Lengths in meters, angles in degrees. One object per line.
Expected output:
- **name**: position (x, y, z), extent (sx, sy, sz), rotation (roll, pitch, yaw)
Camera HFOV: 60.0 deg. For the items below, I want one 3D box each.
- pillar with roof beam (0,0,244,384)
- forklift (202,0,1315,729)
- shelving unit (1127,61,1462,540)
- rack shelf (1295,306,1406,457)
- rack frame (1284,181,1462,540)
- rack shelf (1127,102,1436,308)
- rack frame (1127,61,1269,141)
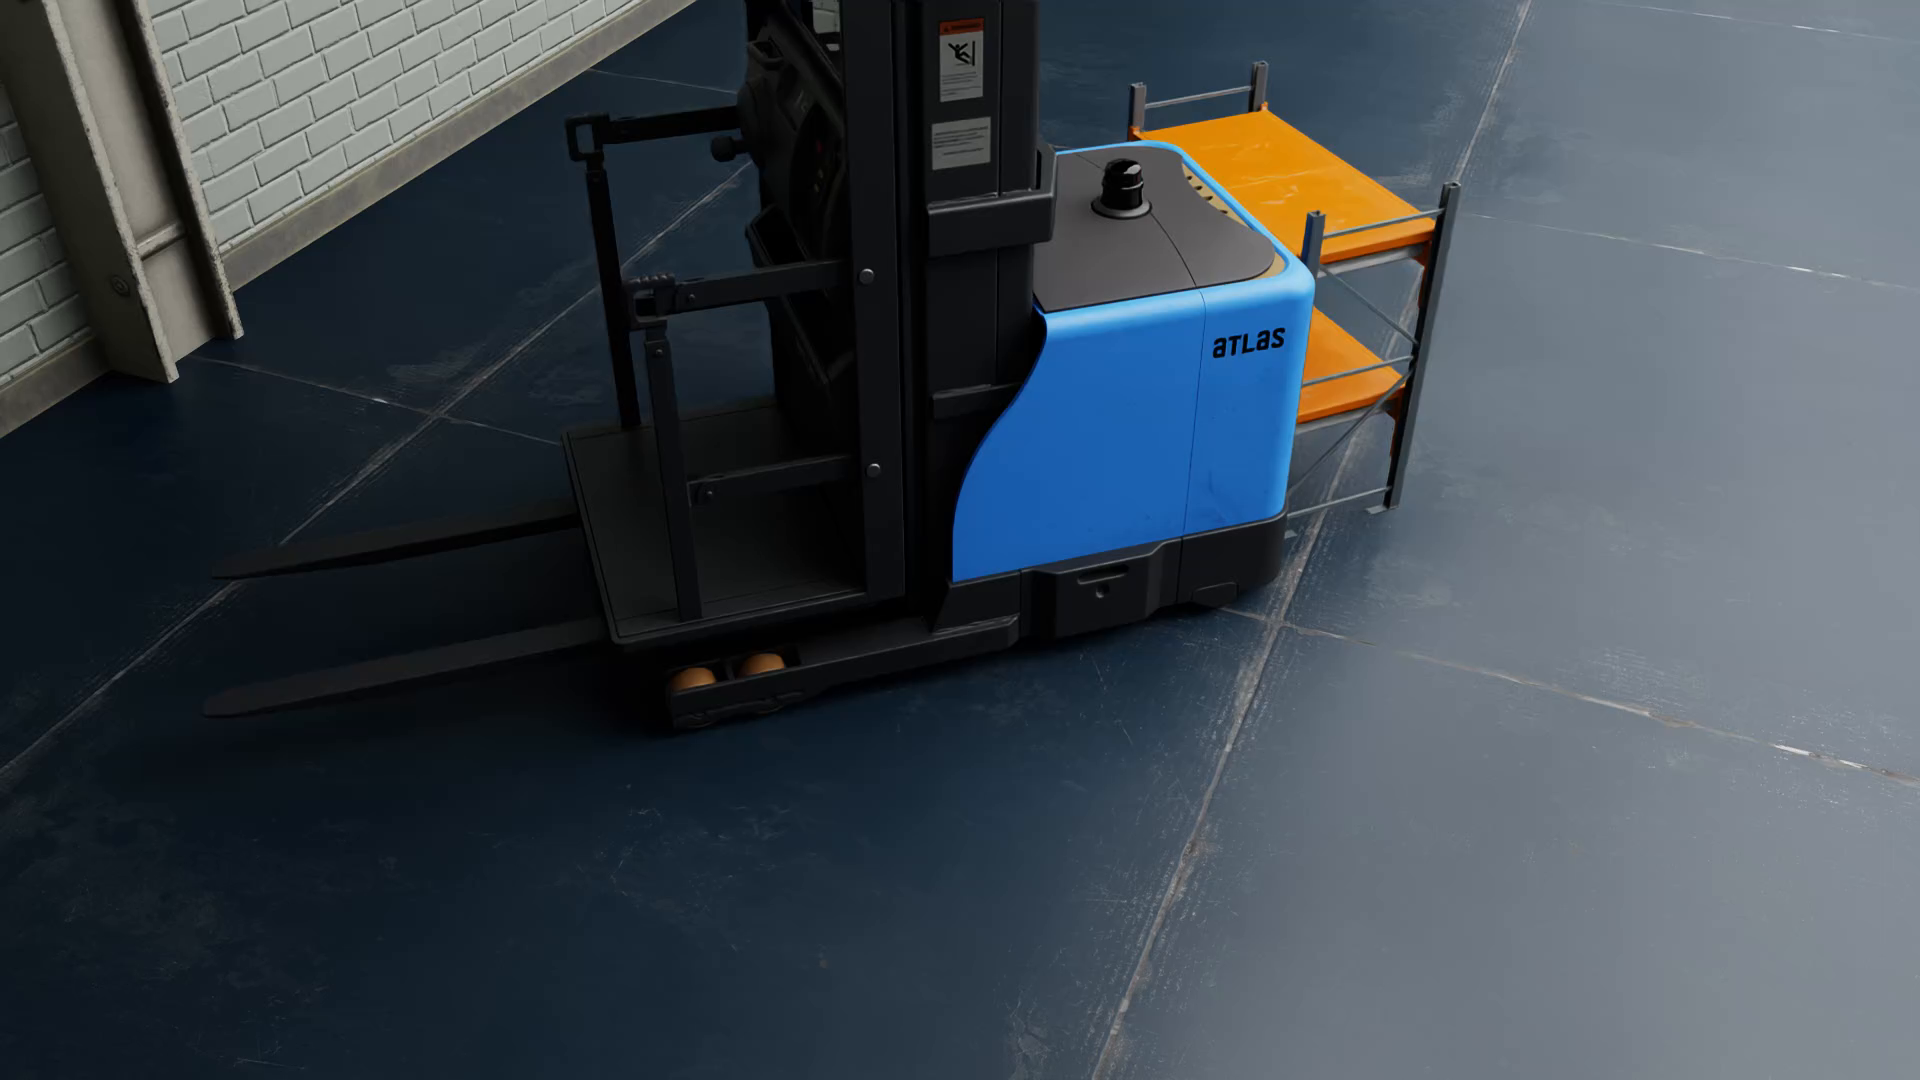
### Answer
- **pillar with roof beam**: position (1.057, -3.333, 2.192), extent (9.100, 9.000, 0.400), rotation (14, 39, 18)
- **forklift**: position (-0.610, -1.014, 4.158), extent (3.031, 2.935, 1.130), rotation (-11, 38, -14)
- **shelving unit**: position (0.985, -0.783, 5.357), extent (0.538, 1.125, 1.048), rotation (-15, 39, -19)
- **rack shelf**: position (0.985, -0.587, 5.504), extent (0.538, 0.278, 1.000), rotation (-15, 39, -19)
- **rack frame**: position (1.190, -0.504, 4.985), extent (0.500, 1.125, 0.032), rotation (-15, 39, -19)
- **rack shelf**: position (0.985, -1.017, 5.182), extent (0.538, 0.278, 1.000), rotation (-15, 39, -19)
- **rack frame**: position (0.780, -1.061, 5.730), extent (0.500, 1.125, 0.032), rotation (-15, 39, -19)
